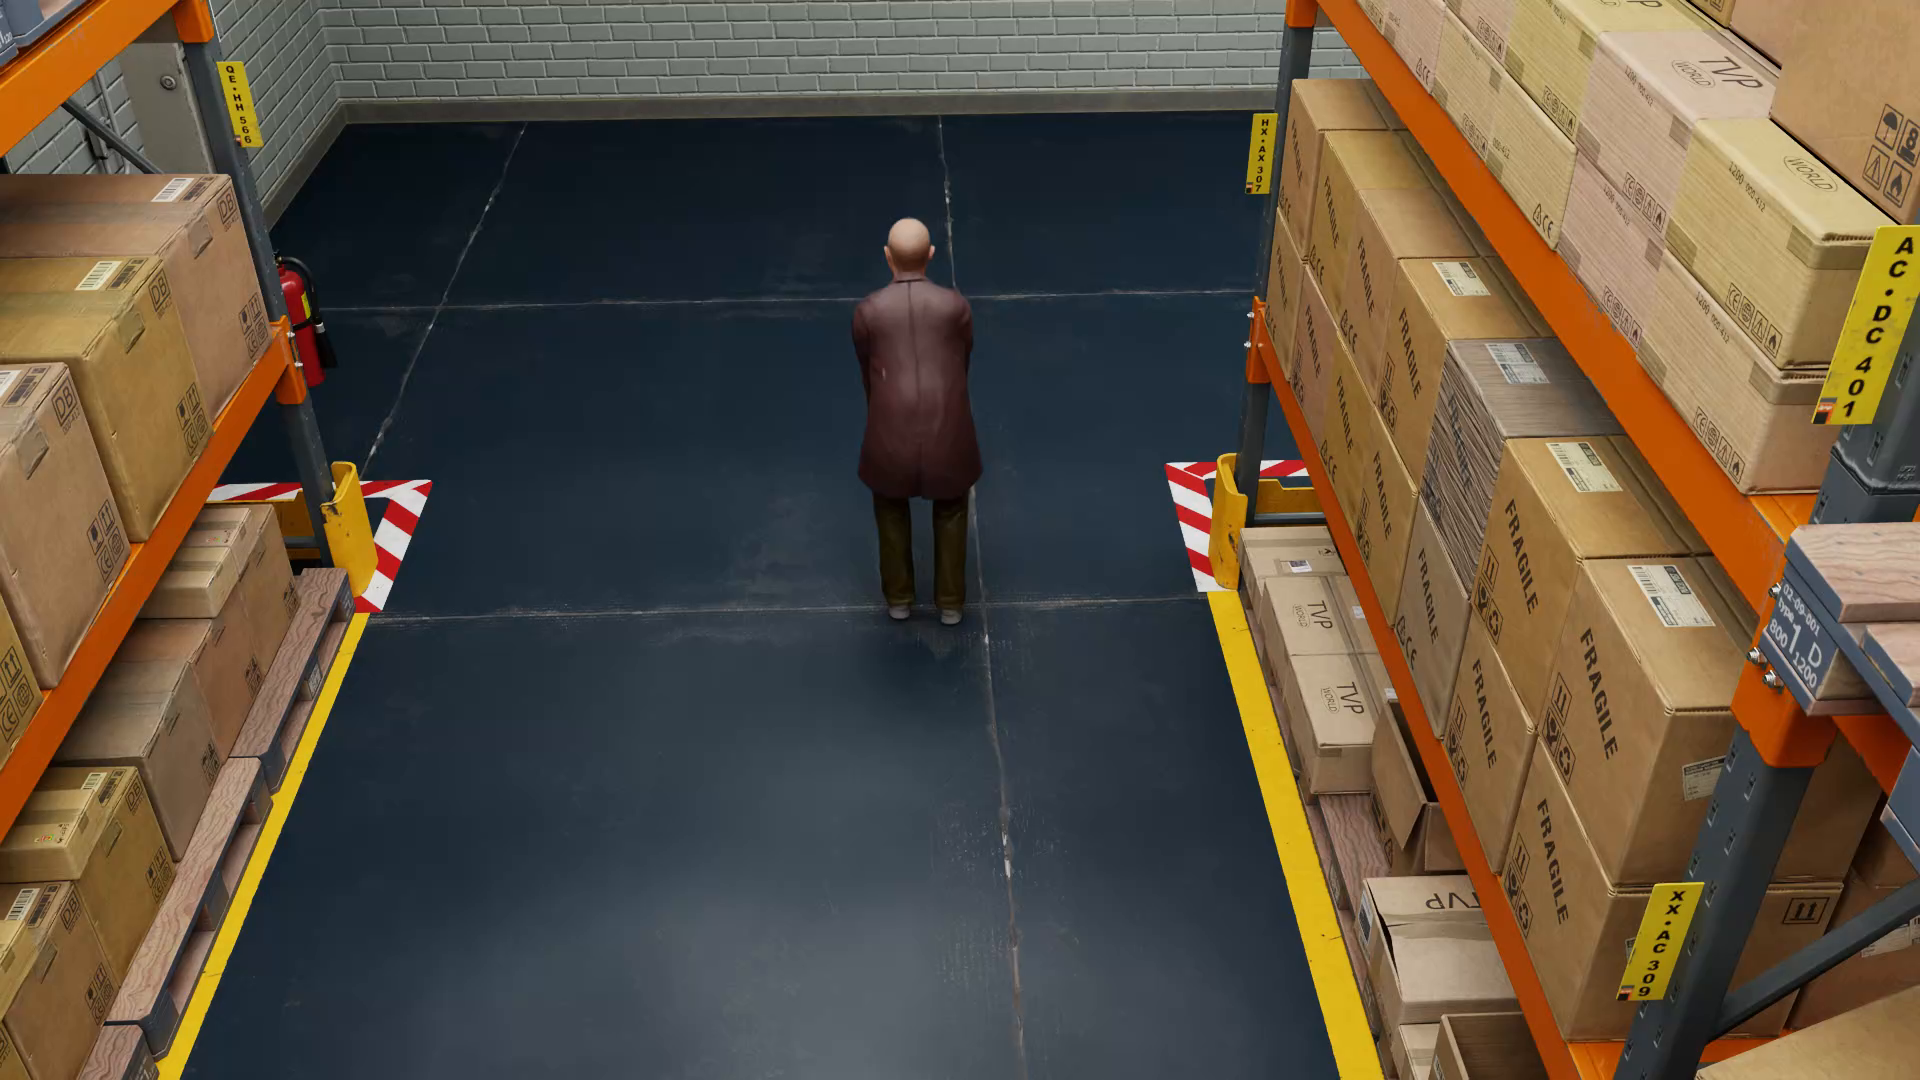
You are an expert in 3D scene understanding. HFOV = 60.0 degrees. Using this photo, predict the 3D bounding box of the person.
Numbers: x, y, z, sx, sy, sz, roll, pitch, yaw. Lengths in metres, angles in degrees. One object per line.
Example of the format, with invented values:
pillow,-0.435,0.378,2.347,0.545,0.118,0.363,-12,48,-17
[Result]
person,-0.171,-0.482,6.887,0.528,1.744,0.599,-2,35,-3
